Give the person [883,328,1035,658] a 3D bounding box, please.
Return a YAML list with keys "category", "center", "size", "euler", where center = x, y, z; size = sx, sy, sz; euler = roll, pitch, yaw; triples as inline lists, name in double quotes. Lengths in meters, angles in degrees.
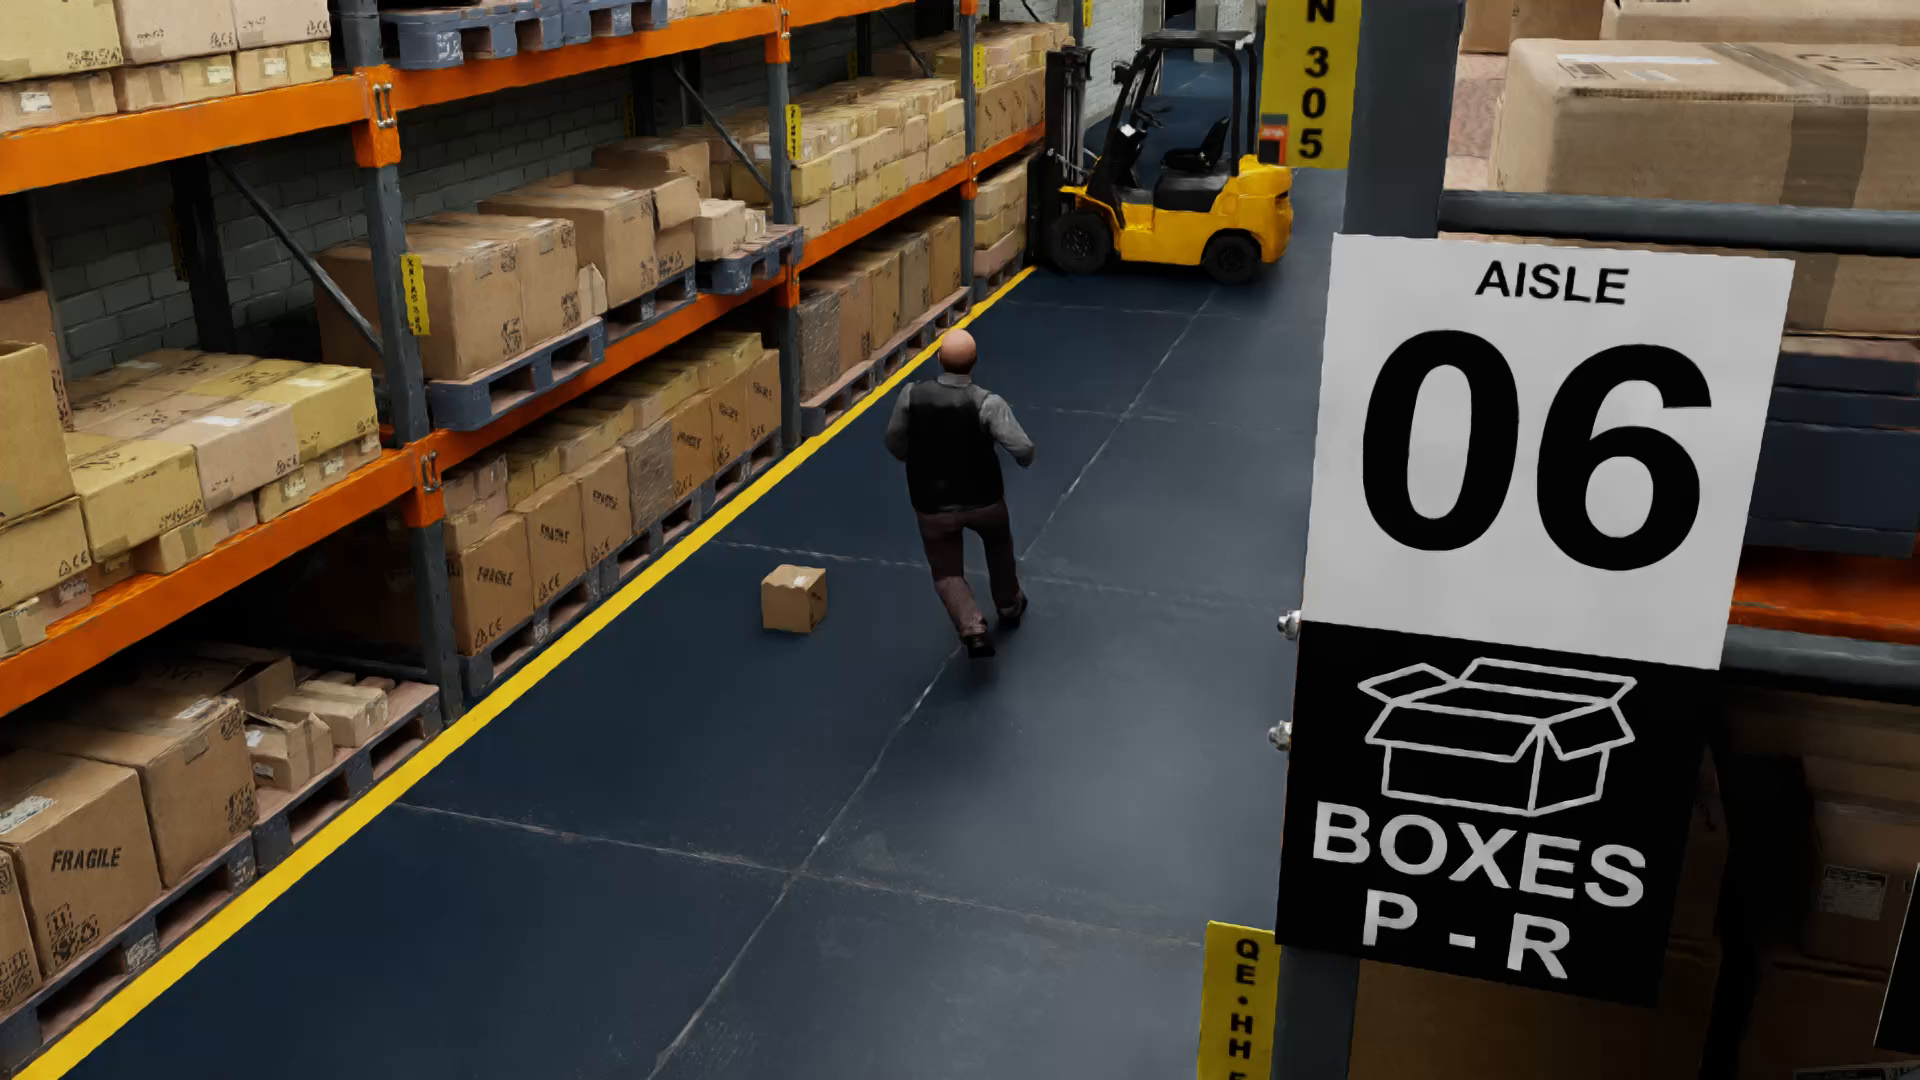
- category: "person"
  center: [0.009, -0.223, 7.839]
  size: [0.729, 1.603, 0.983]
  euler: [-1, 22, -3]
